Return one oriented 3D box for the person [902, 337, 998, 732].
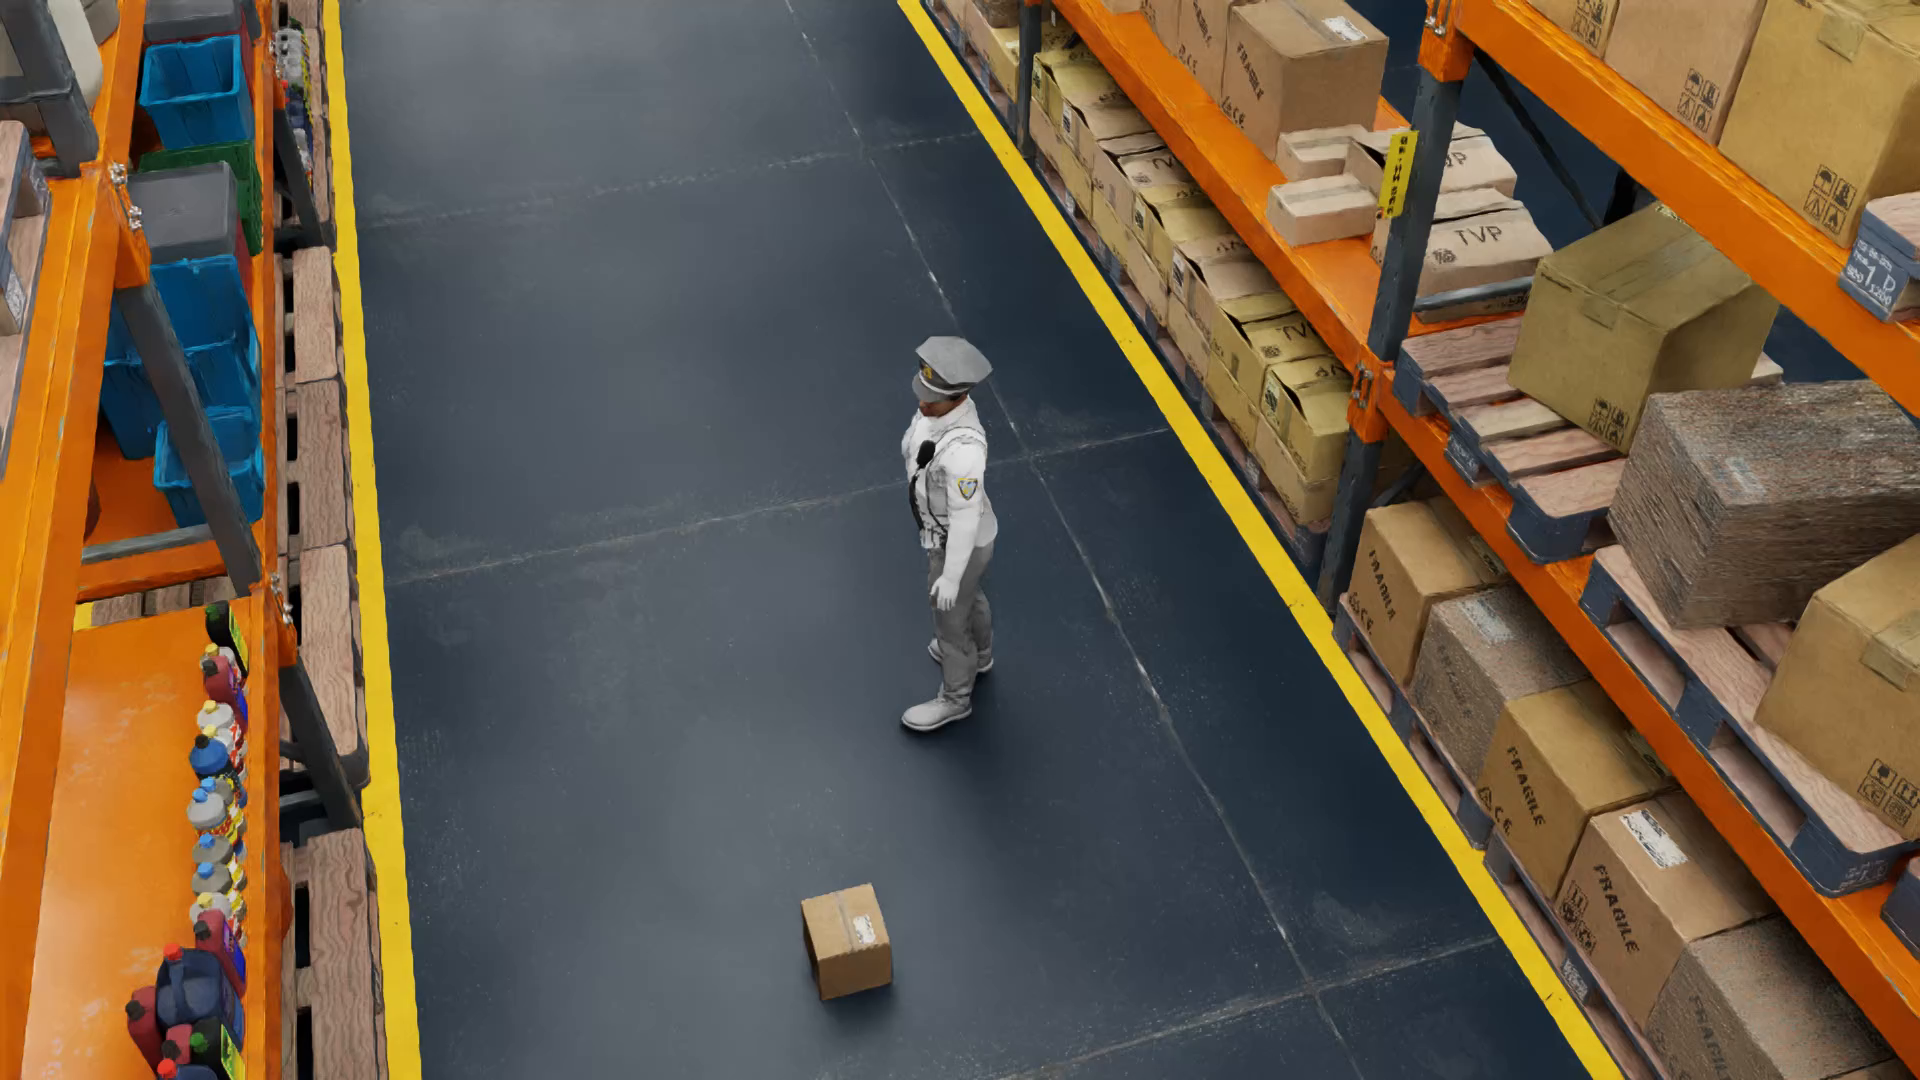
[{"bbox_3d":[-0.050,-0.011,6.126,0.402,1.679,0.543,-5,43,-6],"label":"person"}]
